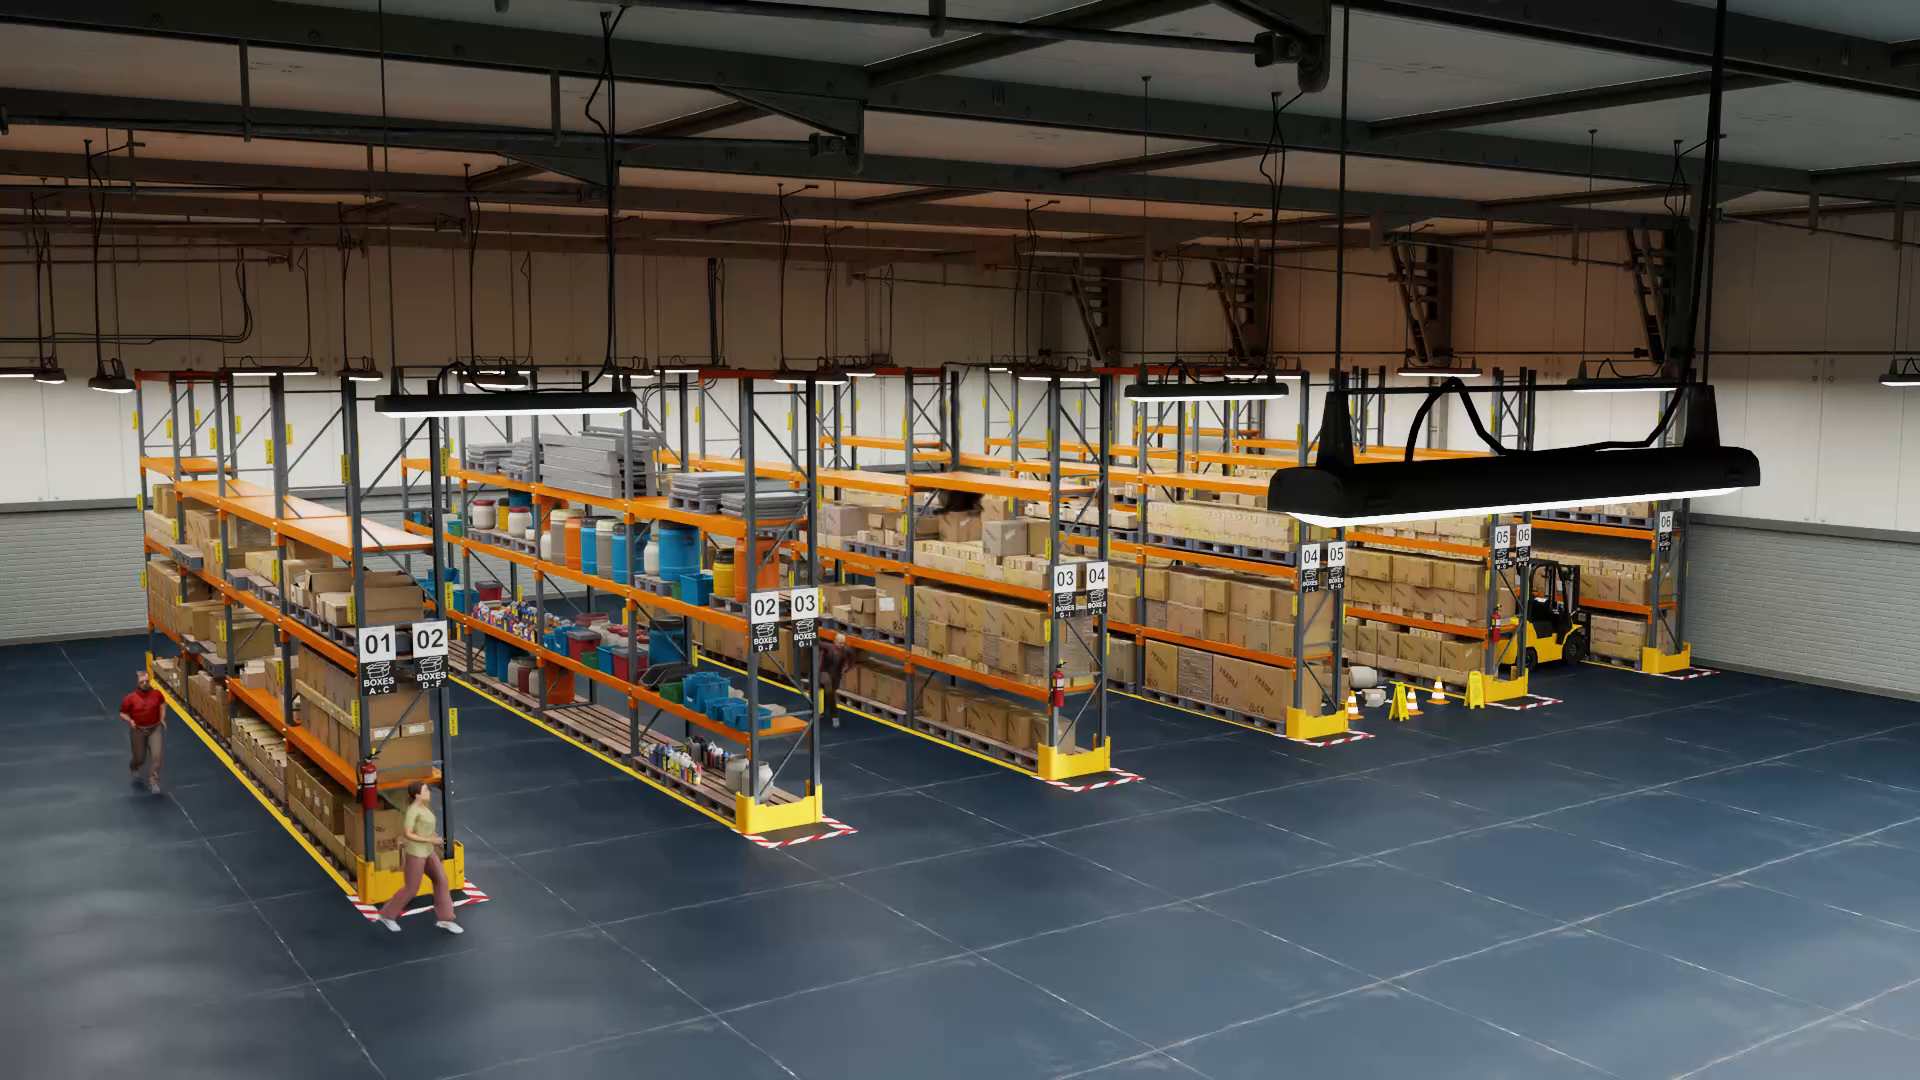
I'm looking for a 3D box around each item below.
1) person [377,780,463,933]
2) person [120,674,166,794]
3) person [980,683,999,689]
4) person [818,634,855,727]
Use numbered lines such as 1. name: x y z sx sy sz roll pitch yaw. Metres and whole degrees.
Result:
1. person: -5.890 3.557 18.153 0.930 1.473 0.591 0 6 2
2. person: -11.810 2.774 24.090 0.651 1.709 0.893 -5 8 -38
3. person: 0.659 1.944 31.299 0.651 1.743 0.607 -6 9 -41
4. person: -2.216 2.343 28.520 0.723 1.607 1.126 -3 7 -24
